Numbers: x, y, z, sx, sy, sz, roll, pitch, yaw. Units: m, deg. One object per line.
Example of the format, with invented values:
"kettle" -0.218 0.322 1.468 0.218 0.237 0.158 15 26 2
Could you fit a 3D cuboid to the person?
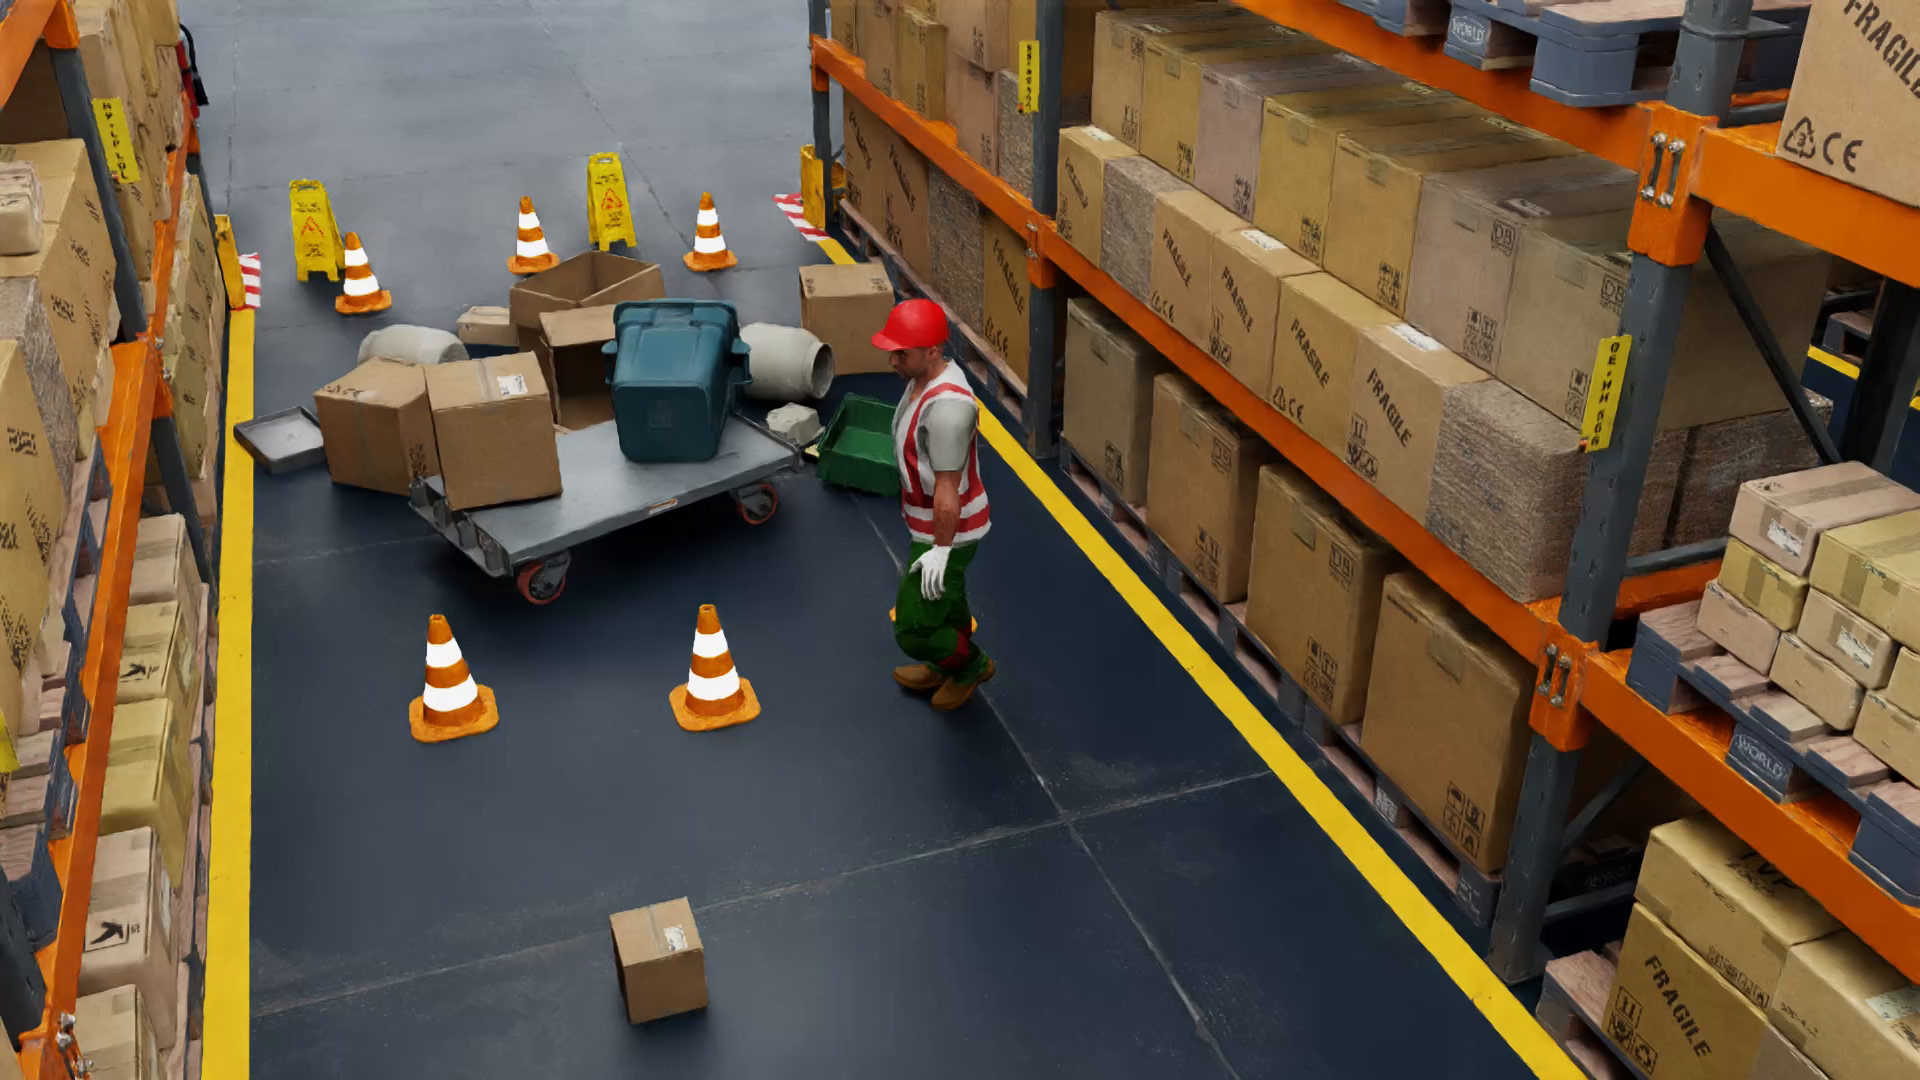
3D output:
"person" -0.085 -0.064 6.166 0.459 1.770 0.671 -6 30 -10
